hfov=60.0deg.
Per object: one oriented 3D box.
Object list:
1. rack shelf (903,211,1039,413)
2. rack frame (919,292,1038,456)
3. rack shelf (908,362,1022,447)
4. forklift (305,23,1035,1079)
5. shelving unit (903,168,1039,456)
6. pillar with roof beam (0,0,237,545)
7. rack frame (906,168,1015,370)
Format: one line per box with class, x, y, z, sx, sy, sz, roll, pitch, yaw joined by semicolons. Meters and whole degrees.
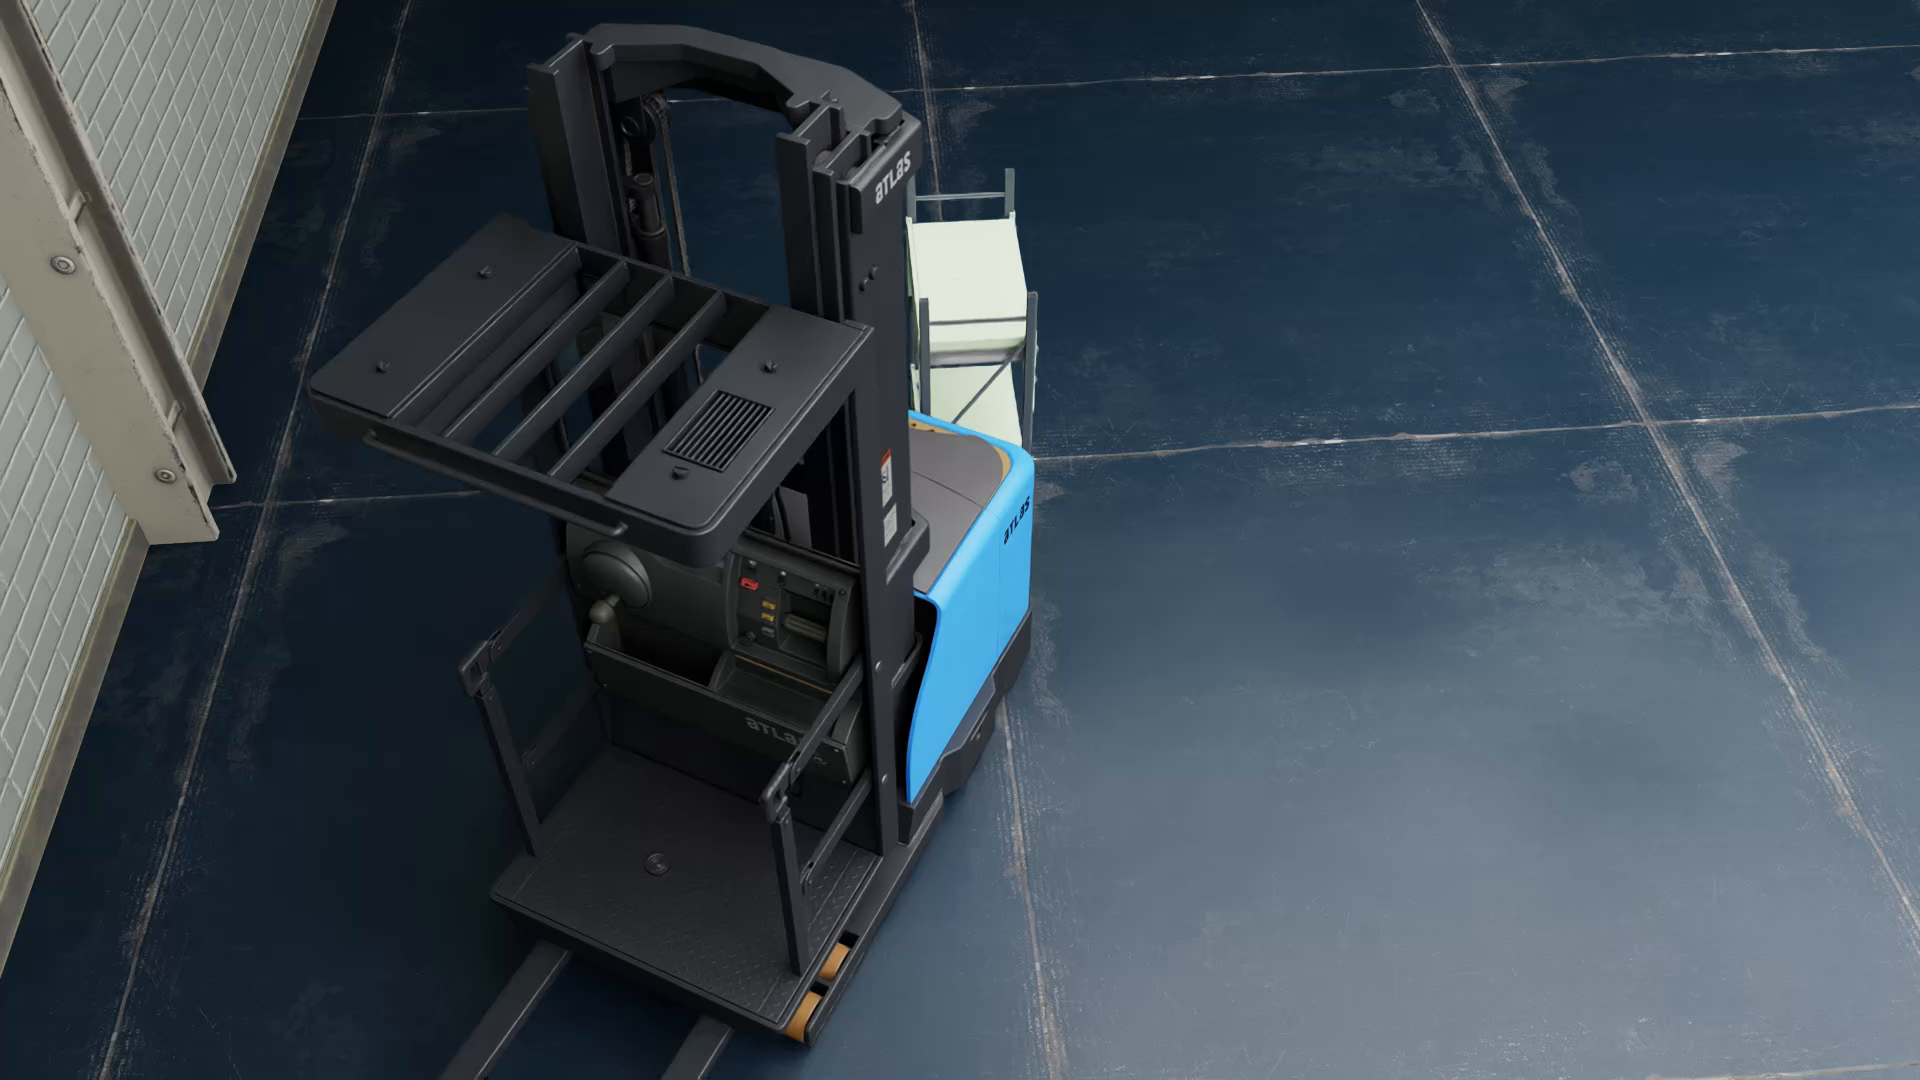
rack shelf;0.031;-0.836;6.107;0.431;0.370;0.720;-3;47;-3
rack frame;0.061;-0.302;6.140;0.400;1.500;0.023;-3;47;-3
rack shelf;0.031;-0.343;6.627;0.431;0.370;0.720;-3;47;-3
forklift;-0.822;0.233;4.647;1.130;2.935;3.031;19;50;17
shelving unit;0.031;-0.567;6.391;0.431;1.500;0.755;-3;47;-3
pillar with roof beam;1.043;-3.488;3.992;9.100;9.000;0.400;-3;47;-3
rack frame;0.000;-0.832;6.642;0.400;1.500;0.023;-3;47;-3
